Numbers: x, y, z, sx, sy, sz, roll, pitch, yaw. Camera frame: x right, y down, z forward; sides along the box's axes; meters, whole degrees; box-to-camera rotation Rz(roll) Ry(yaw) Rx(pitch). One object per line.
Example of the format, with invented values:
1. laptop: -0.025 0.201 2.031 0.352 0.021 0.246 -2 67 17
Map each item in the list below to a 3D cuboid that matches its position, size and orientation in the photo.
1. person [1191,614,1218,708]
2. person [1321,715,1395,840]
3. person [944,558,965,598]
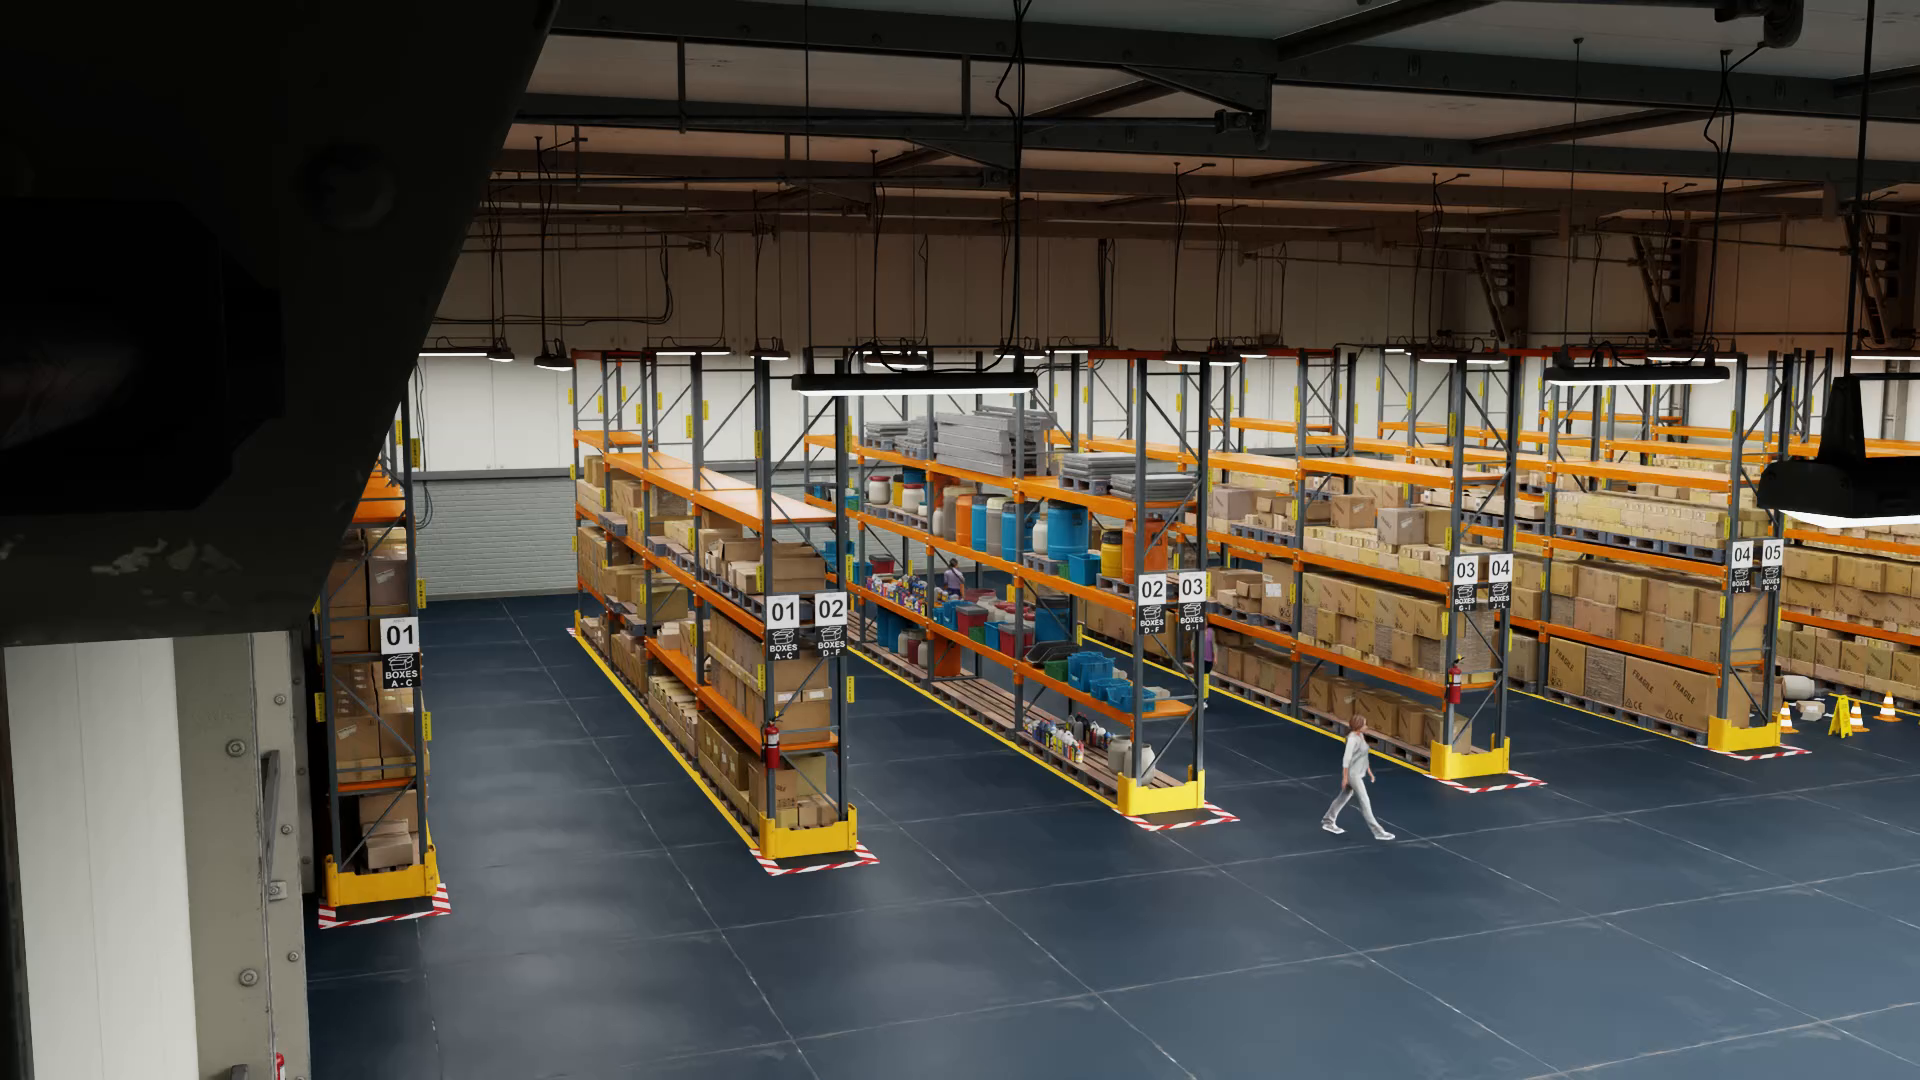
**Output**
1. person: 4.159 2.037 28.219 0.428 1.554 0.898 -1 7 -5
2. person: 5.015 2.957 20.850 0.942 1.550 0.471 3 8 21
3. person: -0.145 1.235 34.748 0.555 1.694 0.438 4 8 29
